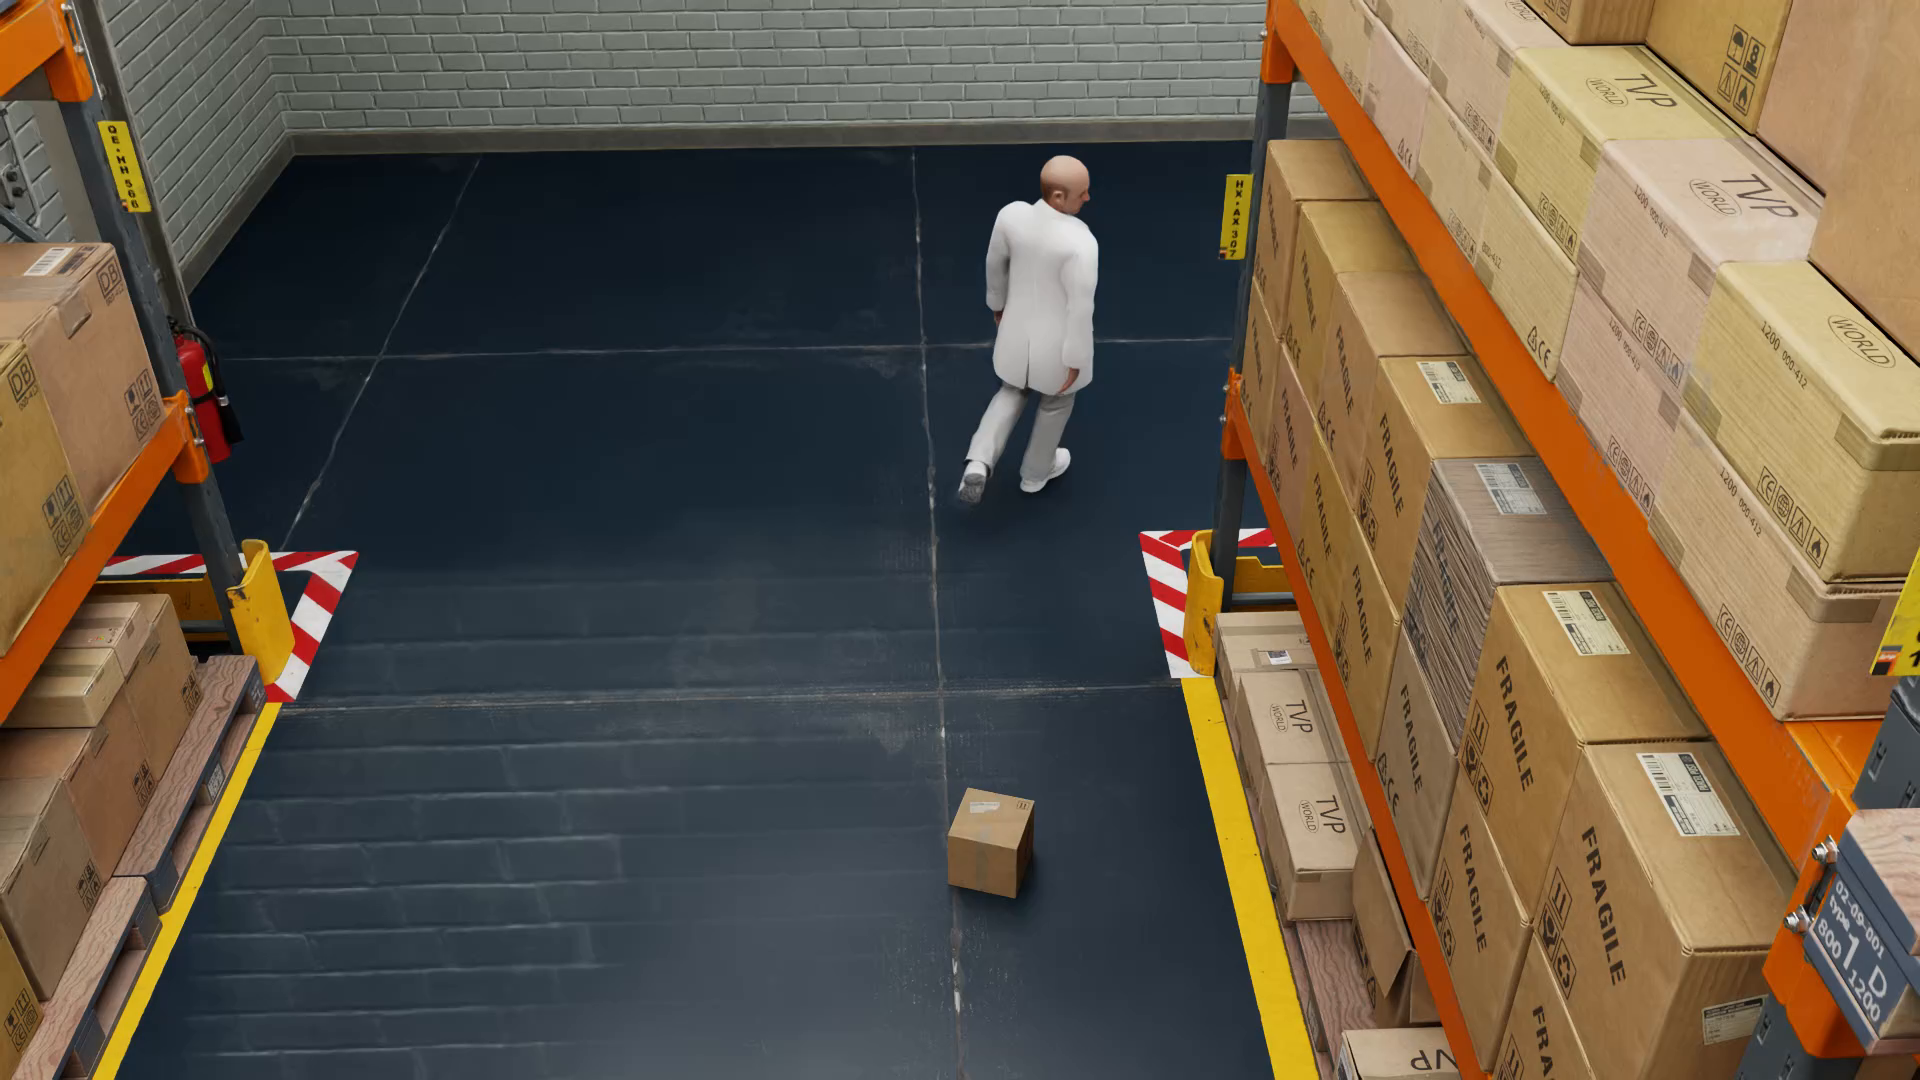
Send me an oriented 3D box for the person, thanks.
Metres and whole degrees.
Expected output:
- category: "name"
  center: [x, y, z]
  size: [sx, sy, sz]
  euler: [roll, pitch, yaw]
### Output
- category: "person"
  center: [0.339, -0.910, 7.442]
  size: [0.651, 1.748, 0.815]
  euler: [21, 40, 27]
